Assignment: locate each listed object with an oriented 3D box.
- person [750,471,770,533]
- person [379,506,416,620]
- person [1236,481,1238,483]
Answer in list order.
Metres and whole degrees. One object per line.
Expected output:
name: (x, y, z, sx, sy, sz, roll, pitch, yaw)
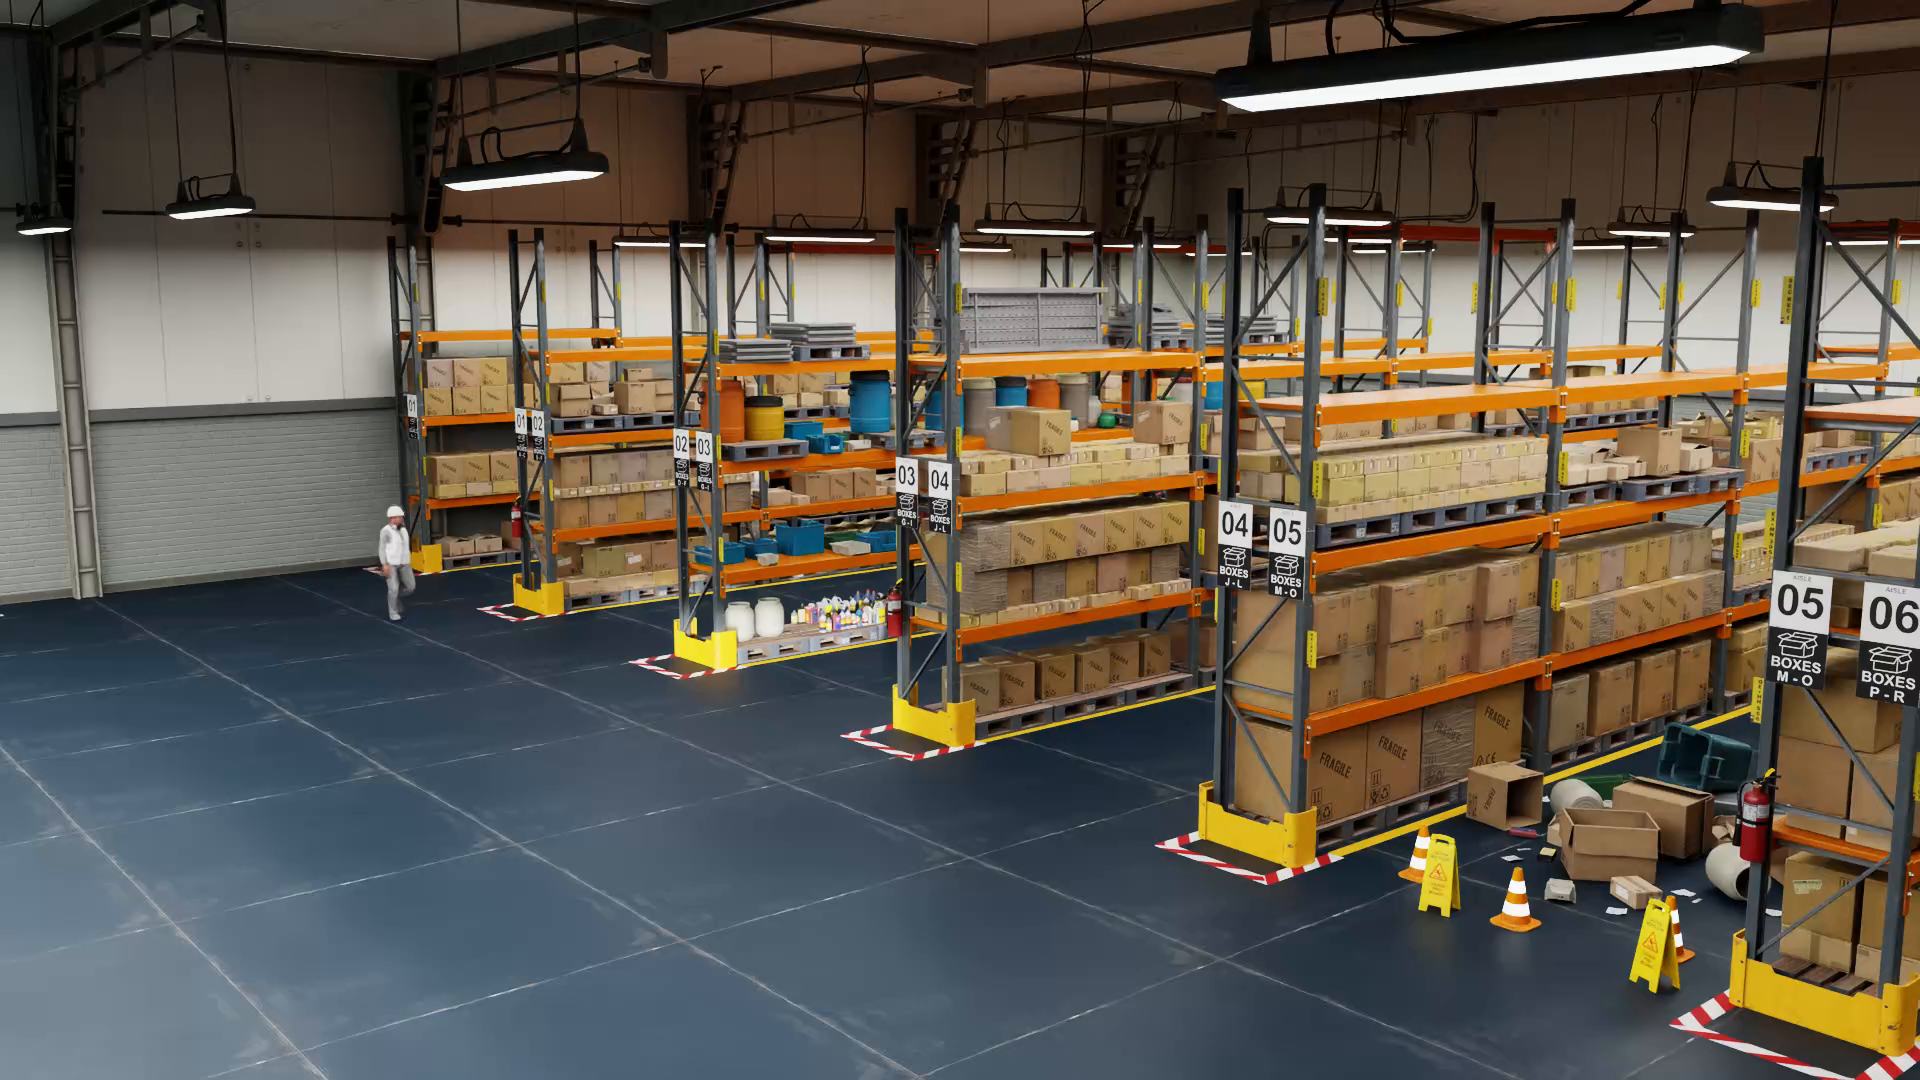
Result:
person: (-3.999, -0.835, 33.319, 0.539, 1.783, 0.563, 8, 12, 42)
person: (-8.730, 0.353, 25.649, 0.509, 1.759, 0.541, 9, 12, 44)
person: (6.313, -1.465, 37.528, 0.540, 1.712, 0.490, -8, 12, -41)
